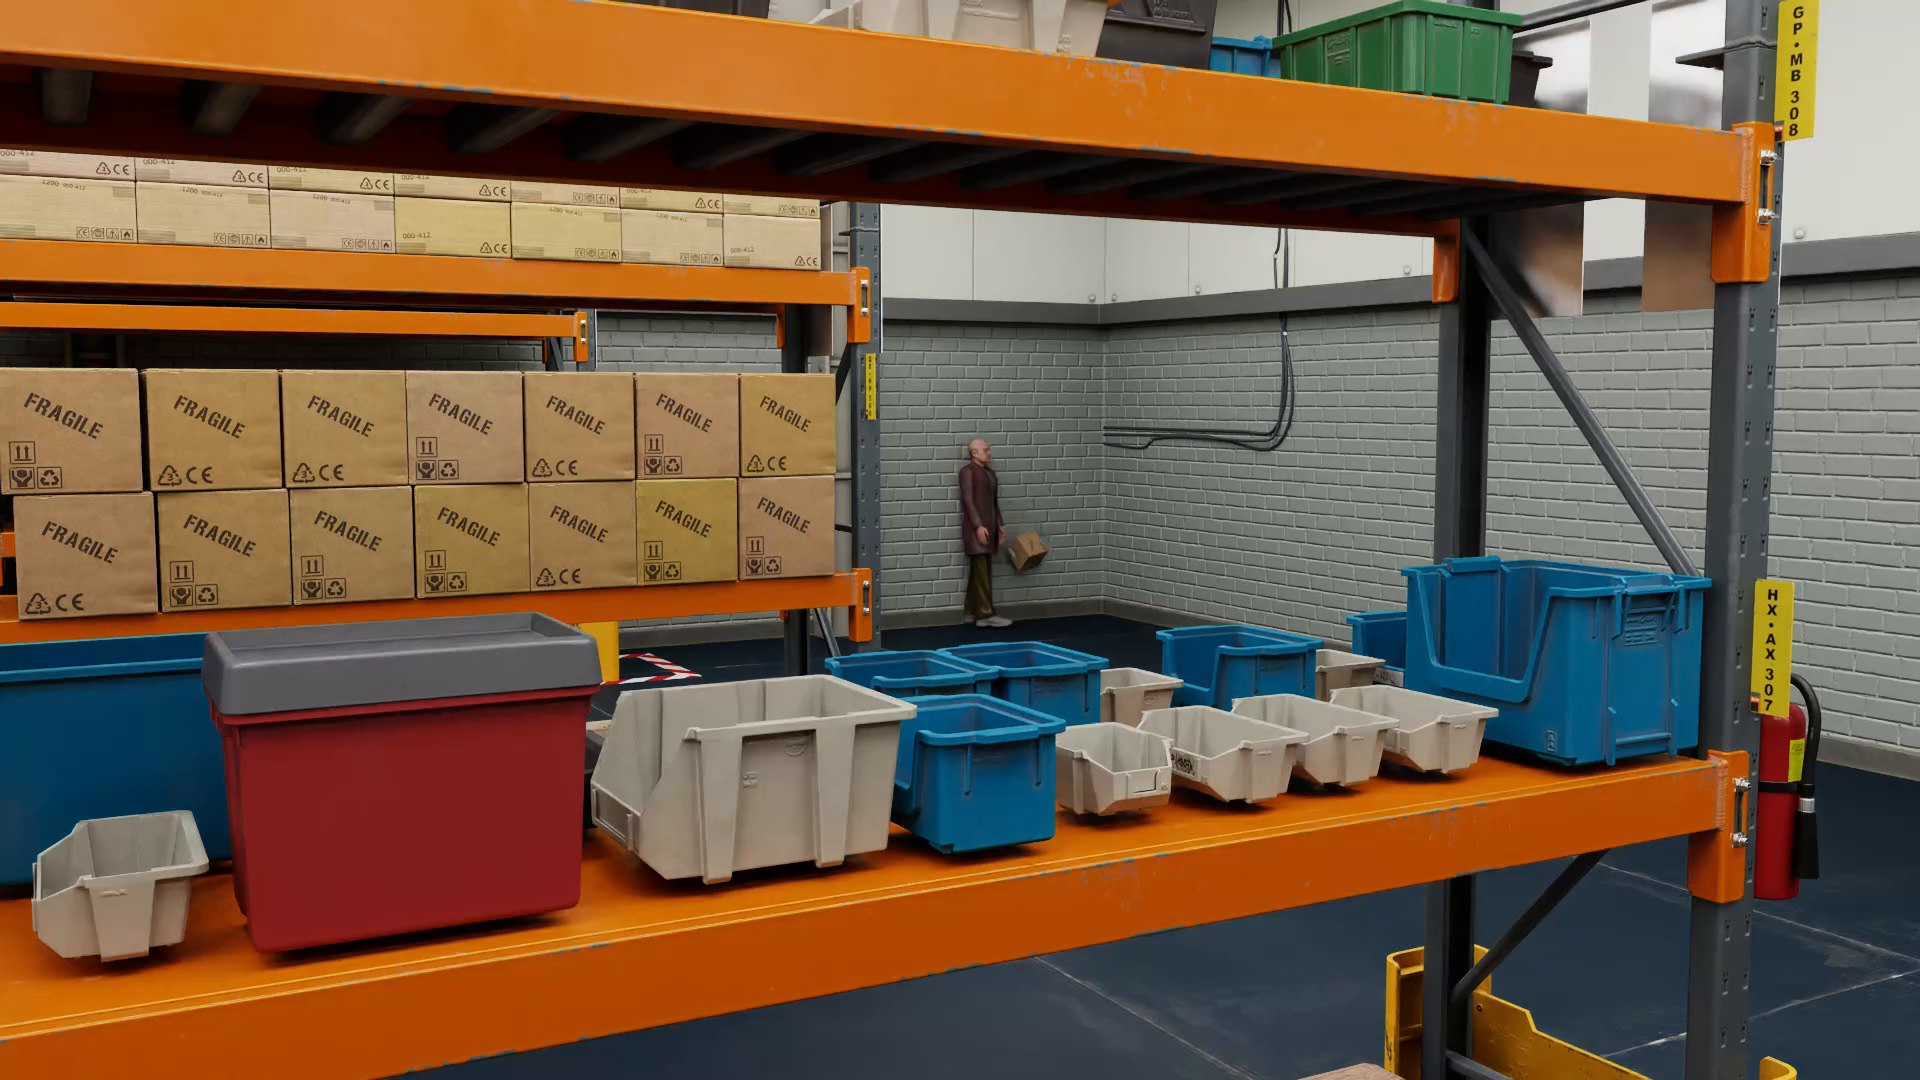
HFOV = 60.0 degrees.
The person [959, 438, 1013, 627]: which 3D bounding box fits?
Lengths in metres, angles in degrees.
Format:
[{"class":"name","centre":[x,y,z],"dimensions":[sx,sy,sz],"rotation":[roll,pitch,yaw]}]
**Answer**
[{"class":"person","centre":[0.288,-0.076,15.859],"dimensions":[0.605,1.780,0.644],"rotation":[2,5,23]}]
